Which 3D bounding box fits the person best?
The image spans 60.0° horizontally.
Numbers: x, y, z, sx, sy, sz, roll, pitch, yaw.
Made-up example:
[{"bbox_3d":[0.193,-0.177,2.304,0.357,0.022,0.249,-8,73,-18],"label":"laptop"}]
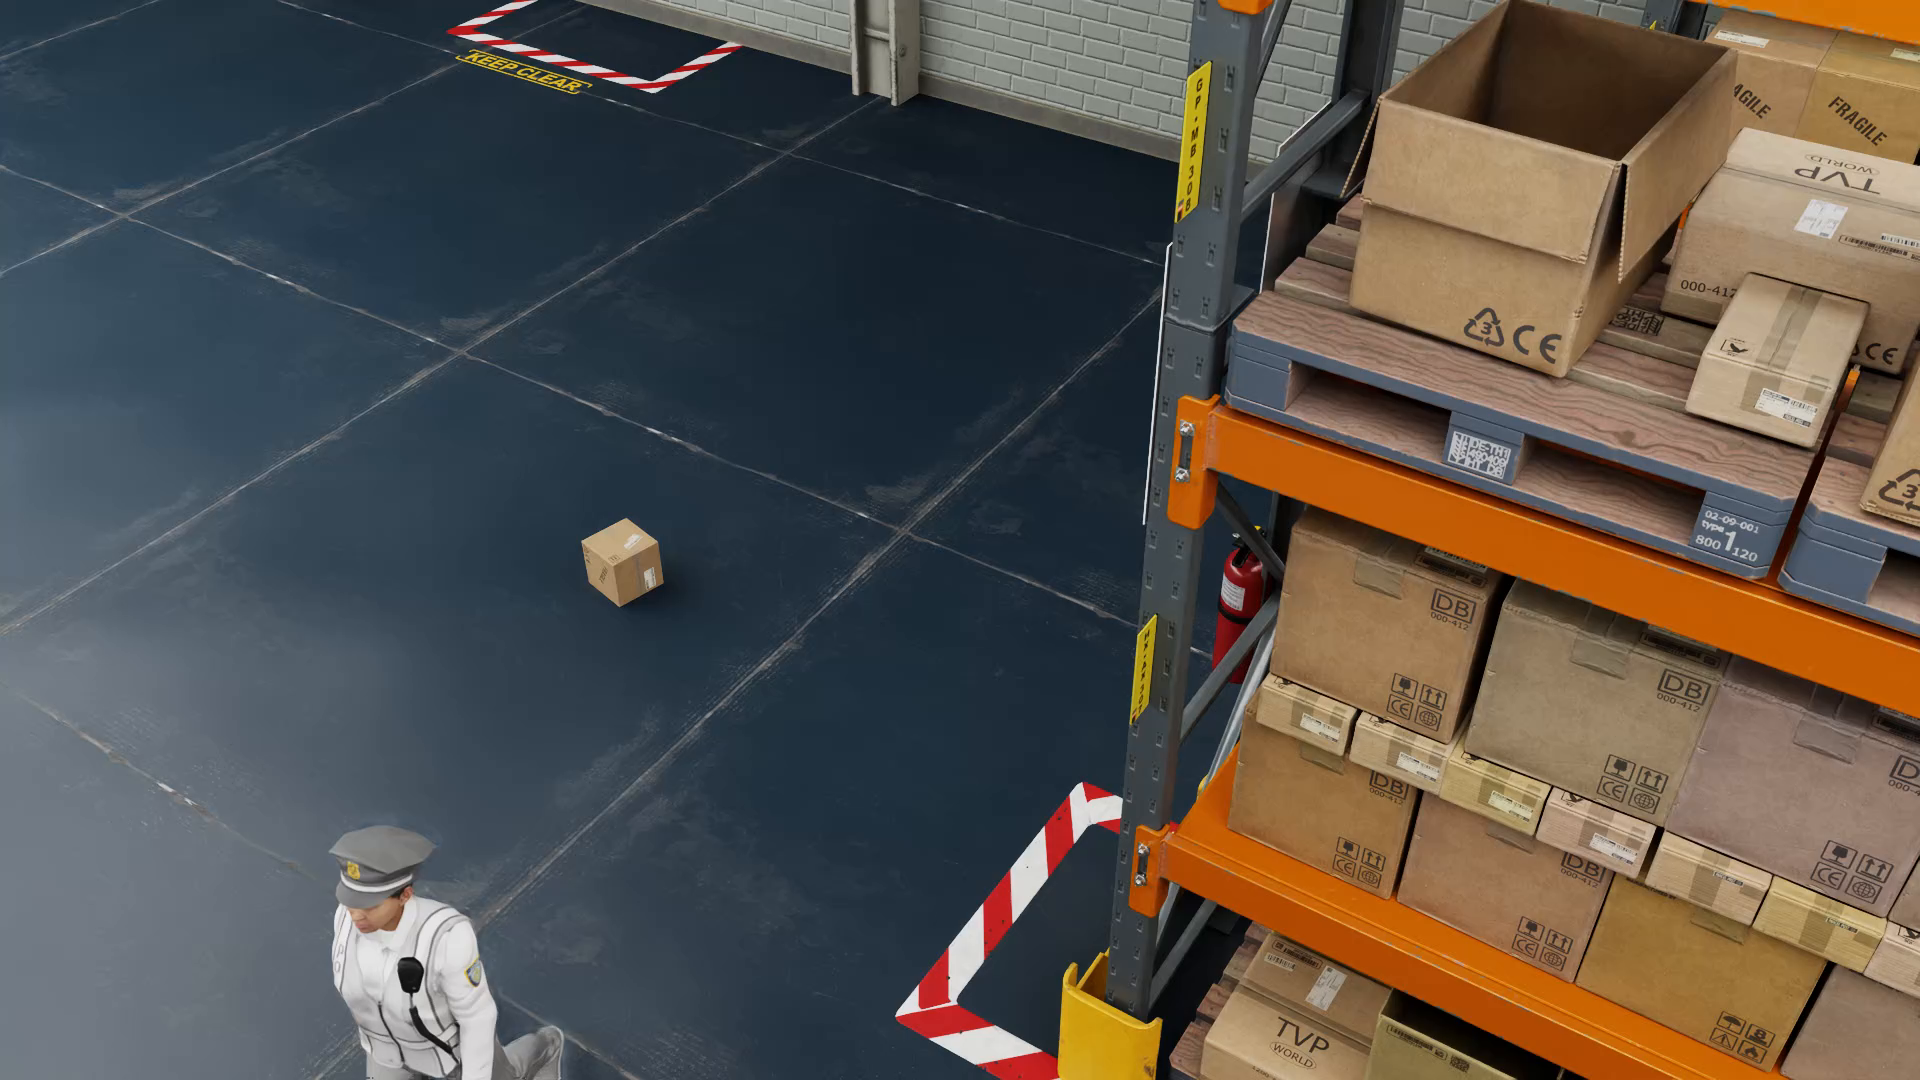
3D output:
[{"bbox_3d":[-1.529,1.433,4.853,0.482,1.642,0.992,7,39,9],"label":"person"}]
